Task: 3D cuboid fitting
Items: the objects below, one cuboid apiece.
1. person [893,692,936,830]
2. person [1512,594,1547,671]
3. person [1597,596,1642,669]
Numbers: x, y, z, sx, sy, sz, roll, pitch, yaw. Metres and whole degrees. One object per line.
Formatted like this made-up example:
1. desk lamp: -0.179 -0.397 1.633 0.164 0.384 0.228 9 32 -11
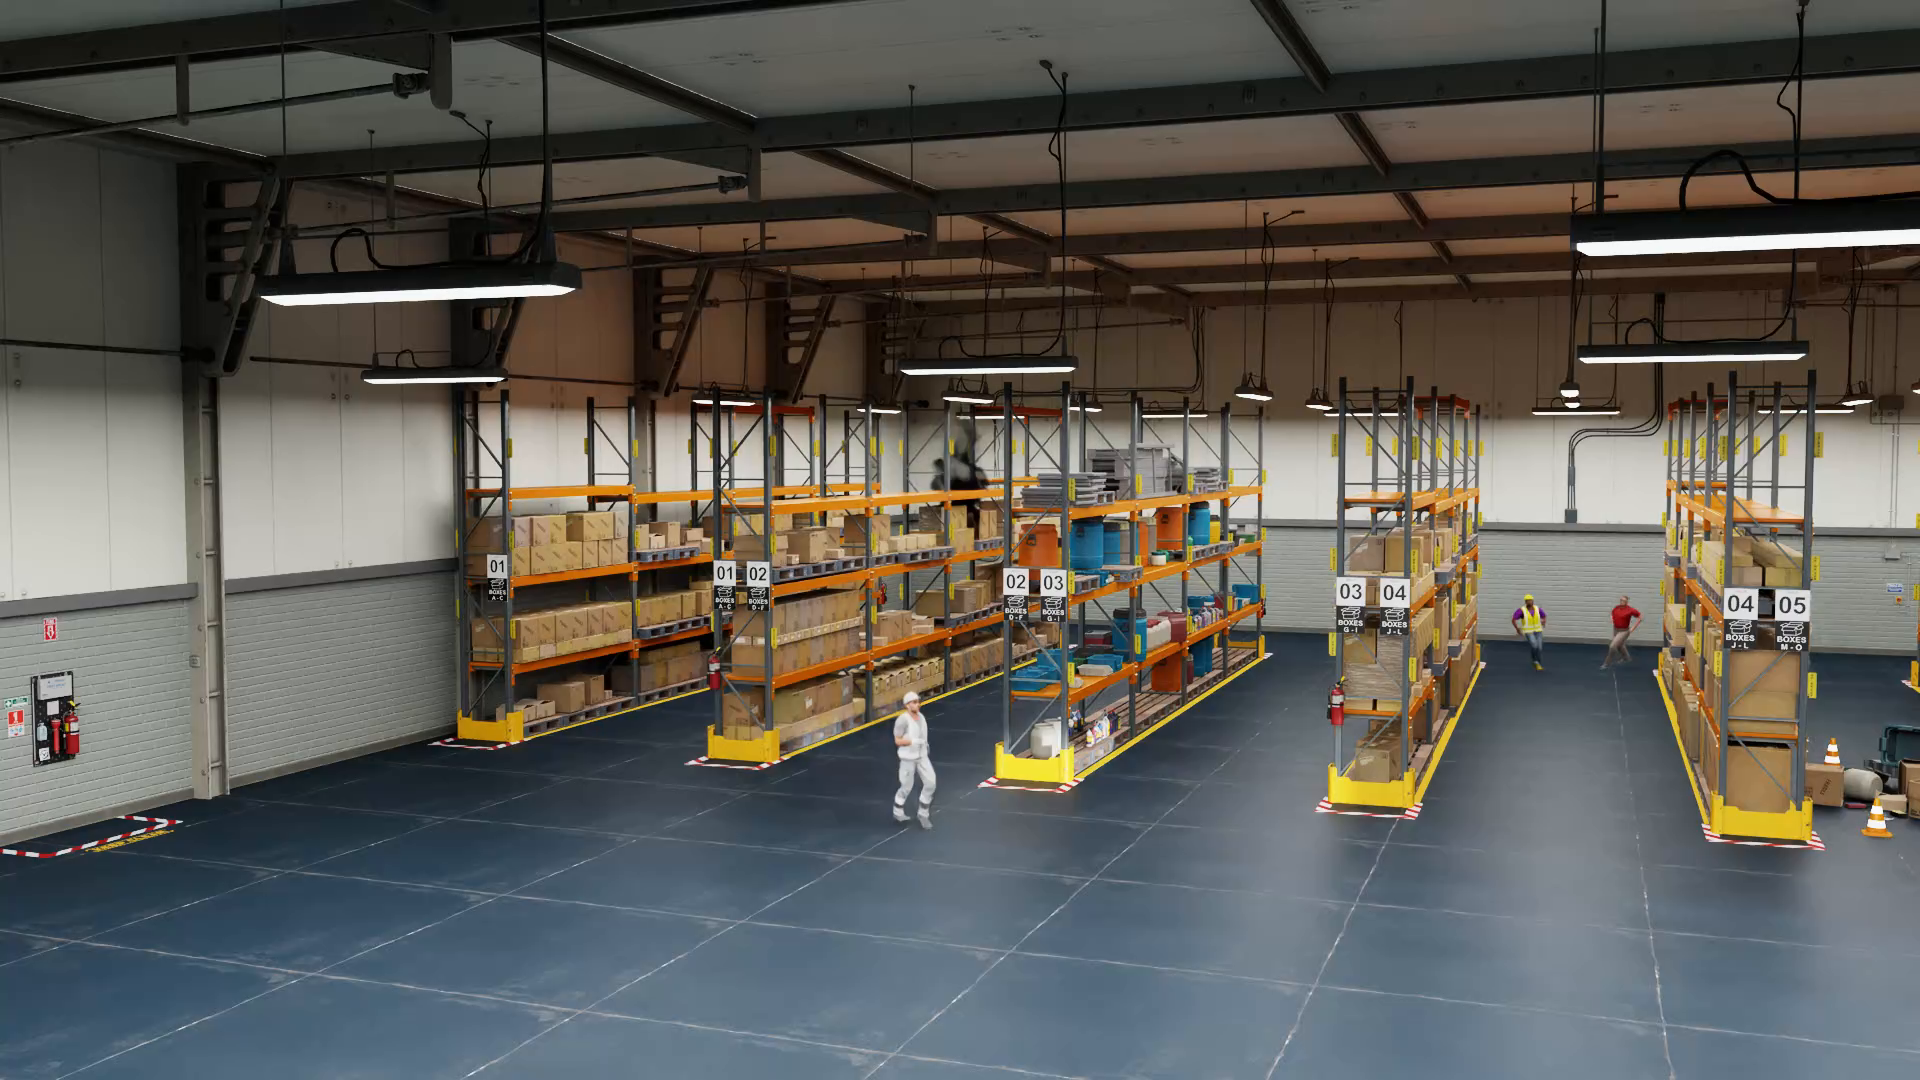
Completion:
1. person: -0.612 2.909 21.892 0.630 1.836 0.764 -3 4 -40
2. person: 12.864 2.081 37.413 0.748 1.715 0.641 0 3 -2
3. person: 14.991 2.105 37.676 0.923 1.720 0.789 -1 3 -20
